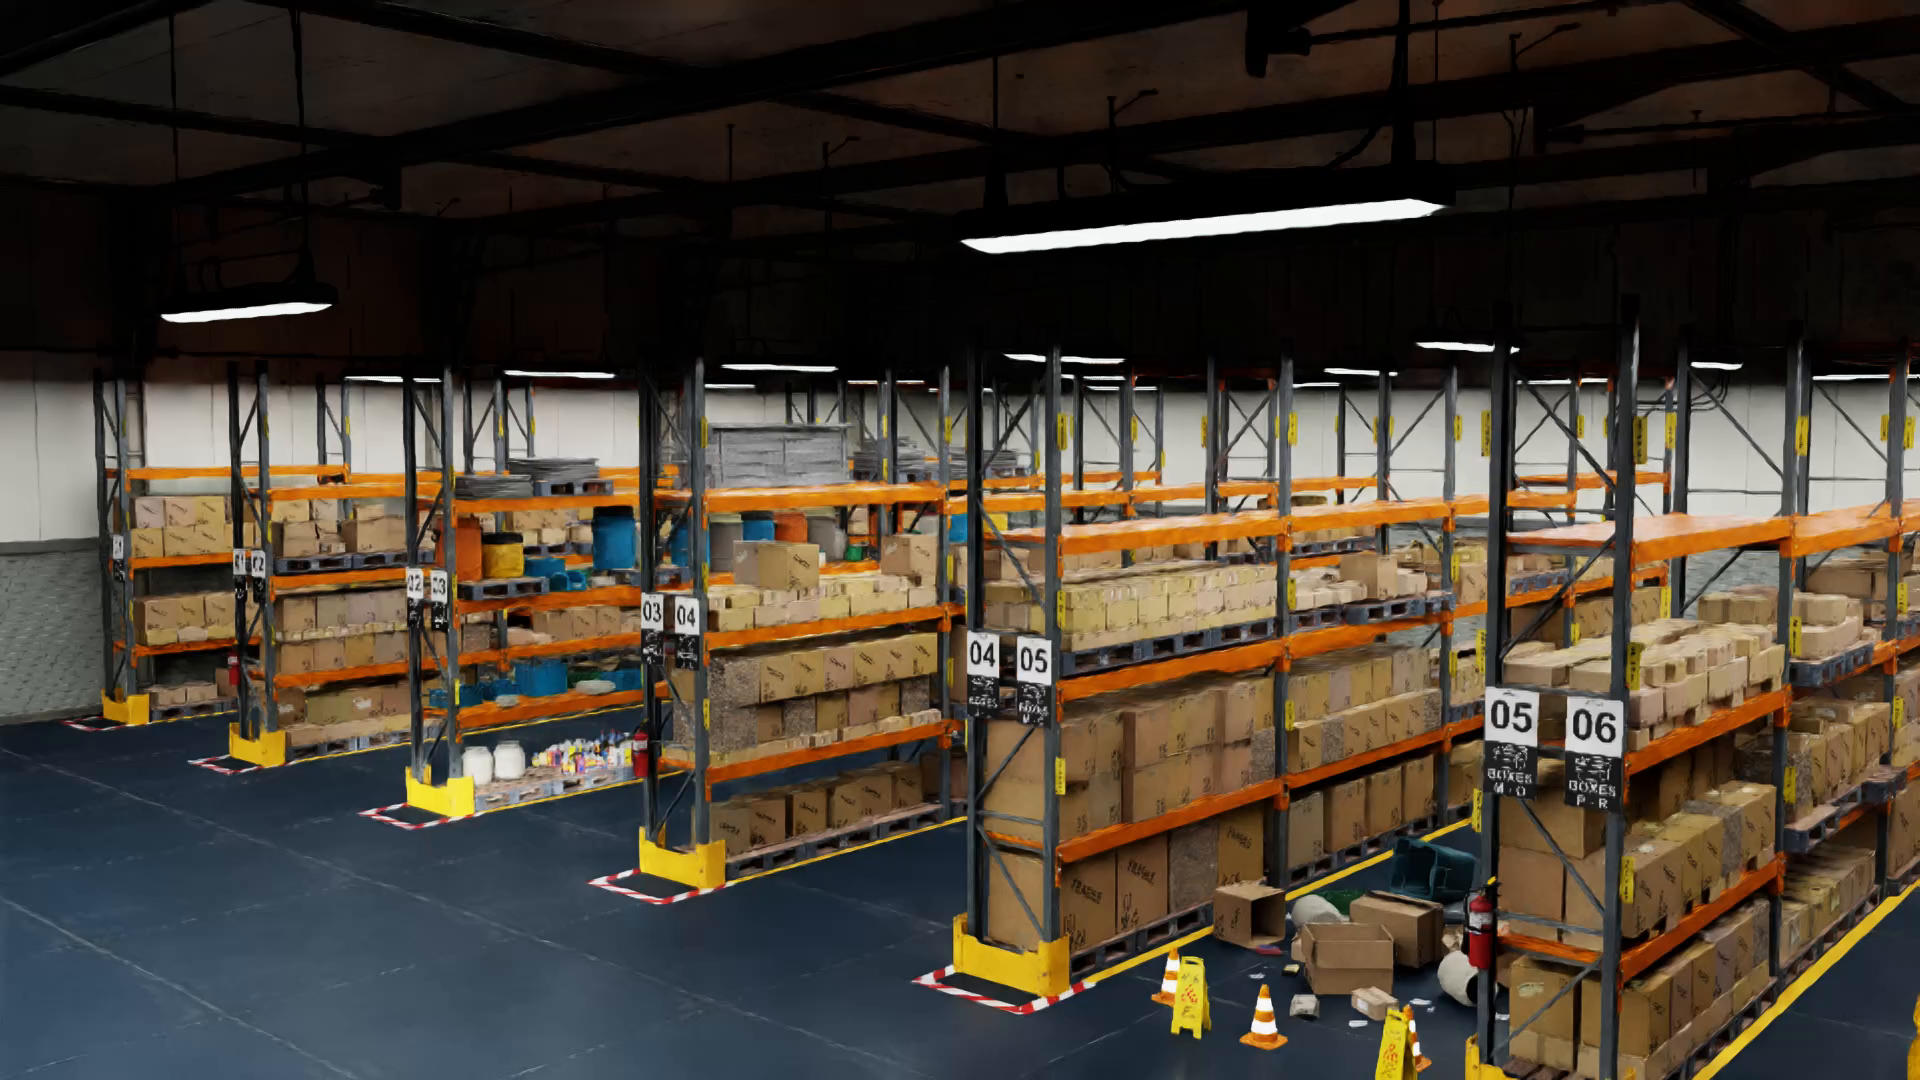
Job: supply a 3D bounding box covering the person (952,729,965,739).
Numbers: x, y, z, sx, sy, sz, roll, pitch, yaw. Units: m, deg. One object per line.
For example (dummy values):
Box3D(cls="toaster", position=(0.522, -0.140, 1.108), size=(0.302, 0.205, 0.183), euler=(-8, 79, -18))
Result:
Box3D(cls="person", position=(0.073, 2.347, 26.852), size=(0.463, 1.673, 0.577), euler=(1, 4, 17))
